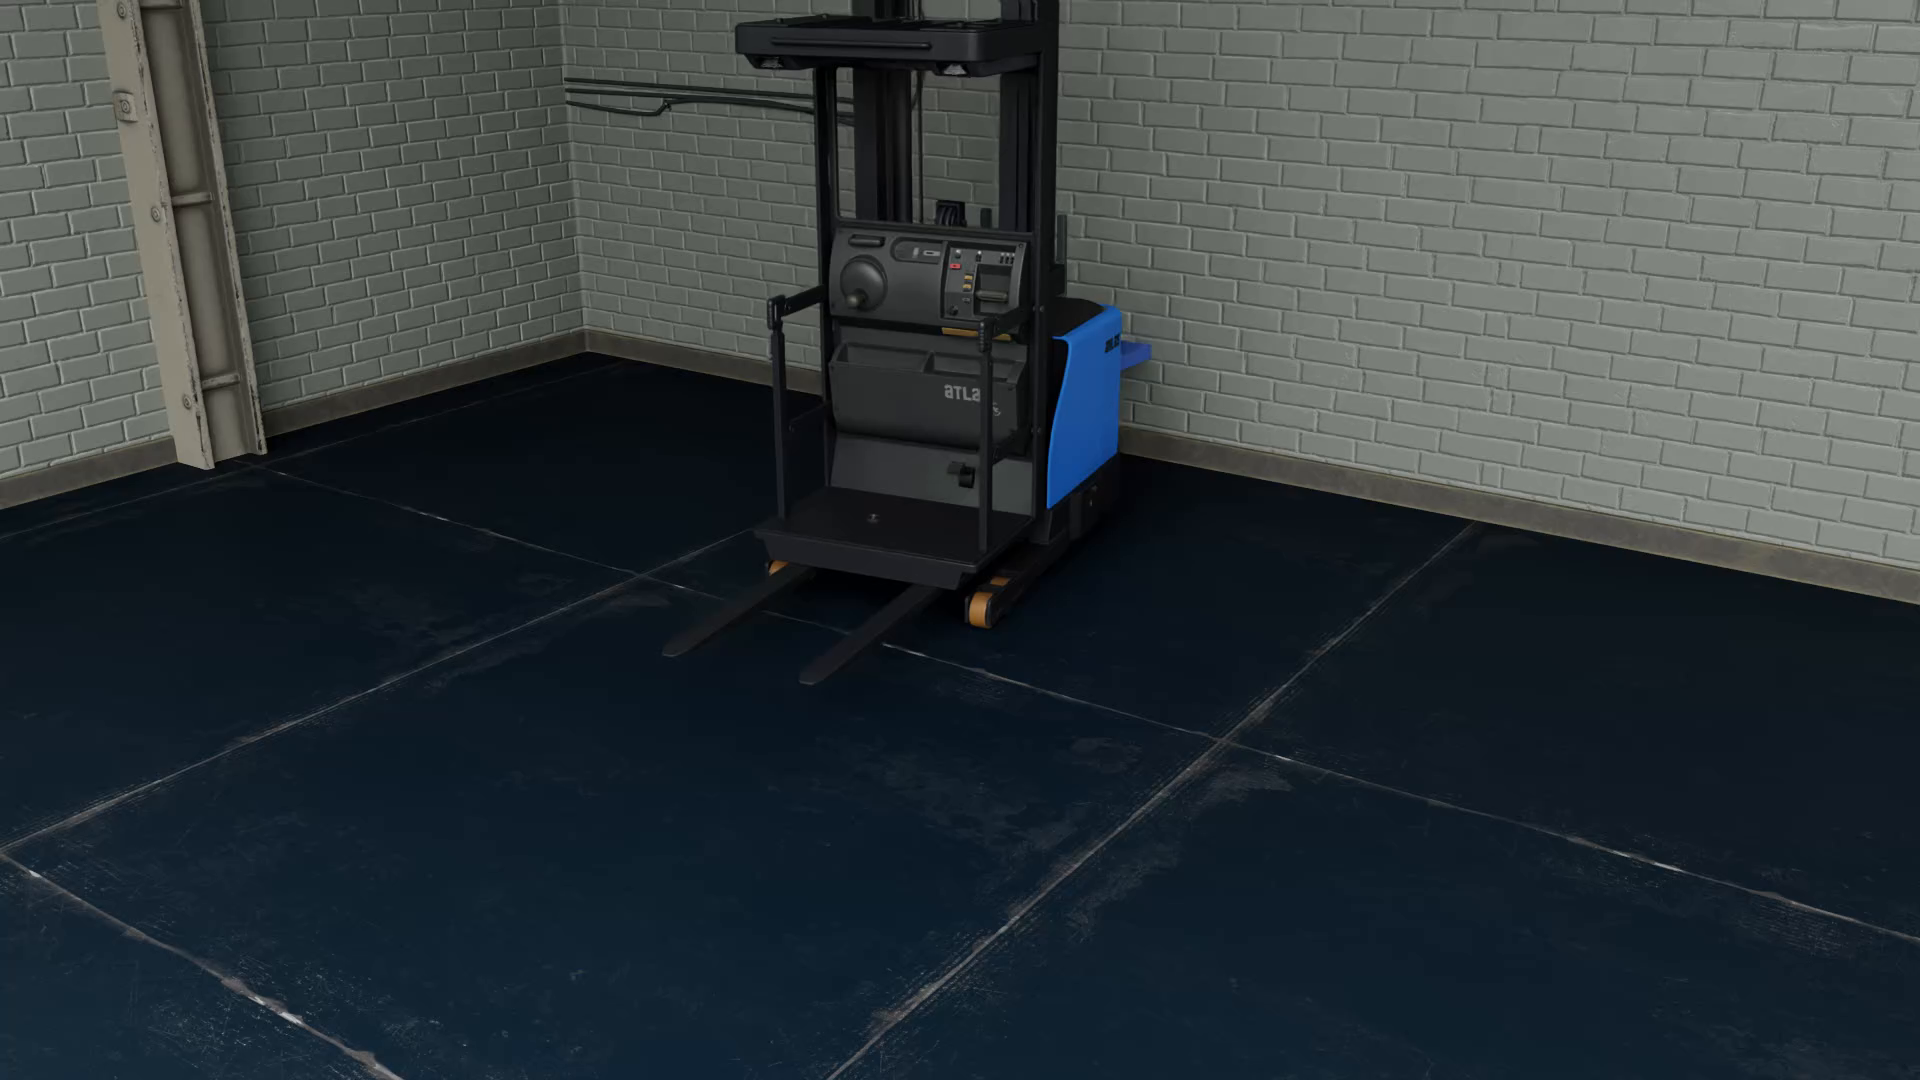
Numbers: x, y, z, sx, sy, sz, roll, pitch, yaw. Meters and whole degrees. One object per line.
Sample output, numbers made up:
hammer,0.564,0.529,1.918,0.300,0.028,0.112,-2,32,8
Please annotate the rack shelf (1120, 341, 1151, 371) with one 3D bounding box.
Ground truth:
rack shelf,0.616,-0.940,9.156,0.538,0.185,1.000,12,23,32

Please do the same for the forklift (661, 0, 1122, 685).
forklift,-0.234,-1.157,7.167,1.130,2.935,3.031,9,22,23

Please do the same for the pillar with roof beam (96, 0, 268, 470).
pillar with roof beam,-0.683,-3.860,5.730,9.100,9.000,0.400,13,24,32

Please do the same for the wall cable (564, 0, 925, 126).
wall cable,-1.494,-3.831,10.127,3.097,2.526,0.112,13,24,32

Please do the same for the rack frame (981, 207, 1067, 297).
rack frame,0.331,-0.963,8.699,0.500,1.500,0.032,12,23,32

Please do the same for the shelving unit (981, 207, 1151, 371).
shelving unit,0.614,-1.109,9.095,0.538,1.500,1.048,12,23,32
